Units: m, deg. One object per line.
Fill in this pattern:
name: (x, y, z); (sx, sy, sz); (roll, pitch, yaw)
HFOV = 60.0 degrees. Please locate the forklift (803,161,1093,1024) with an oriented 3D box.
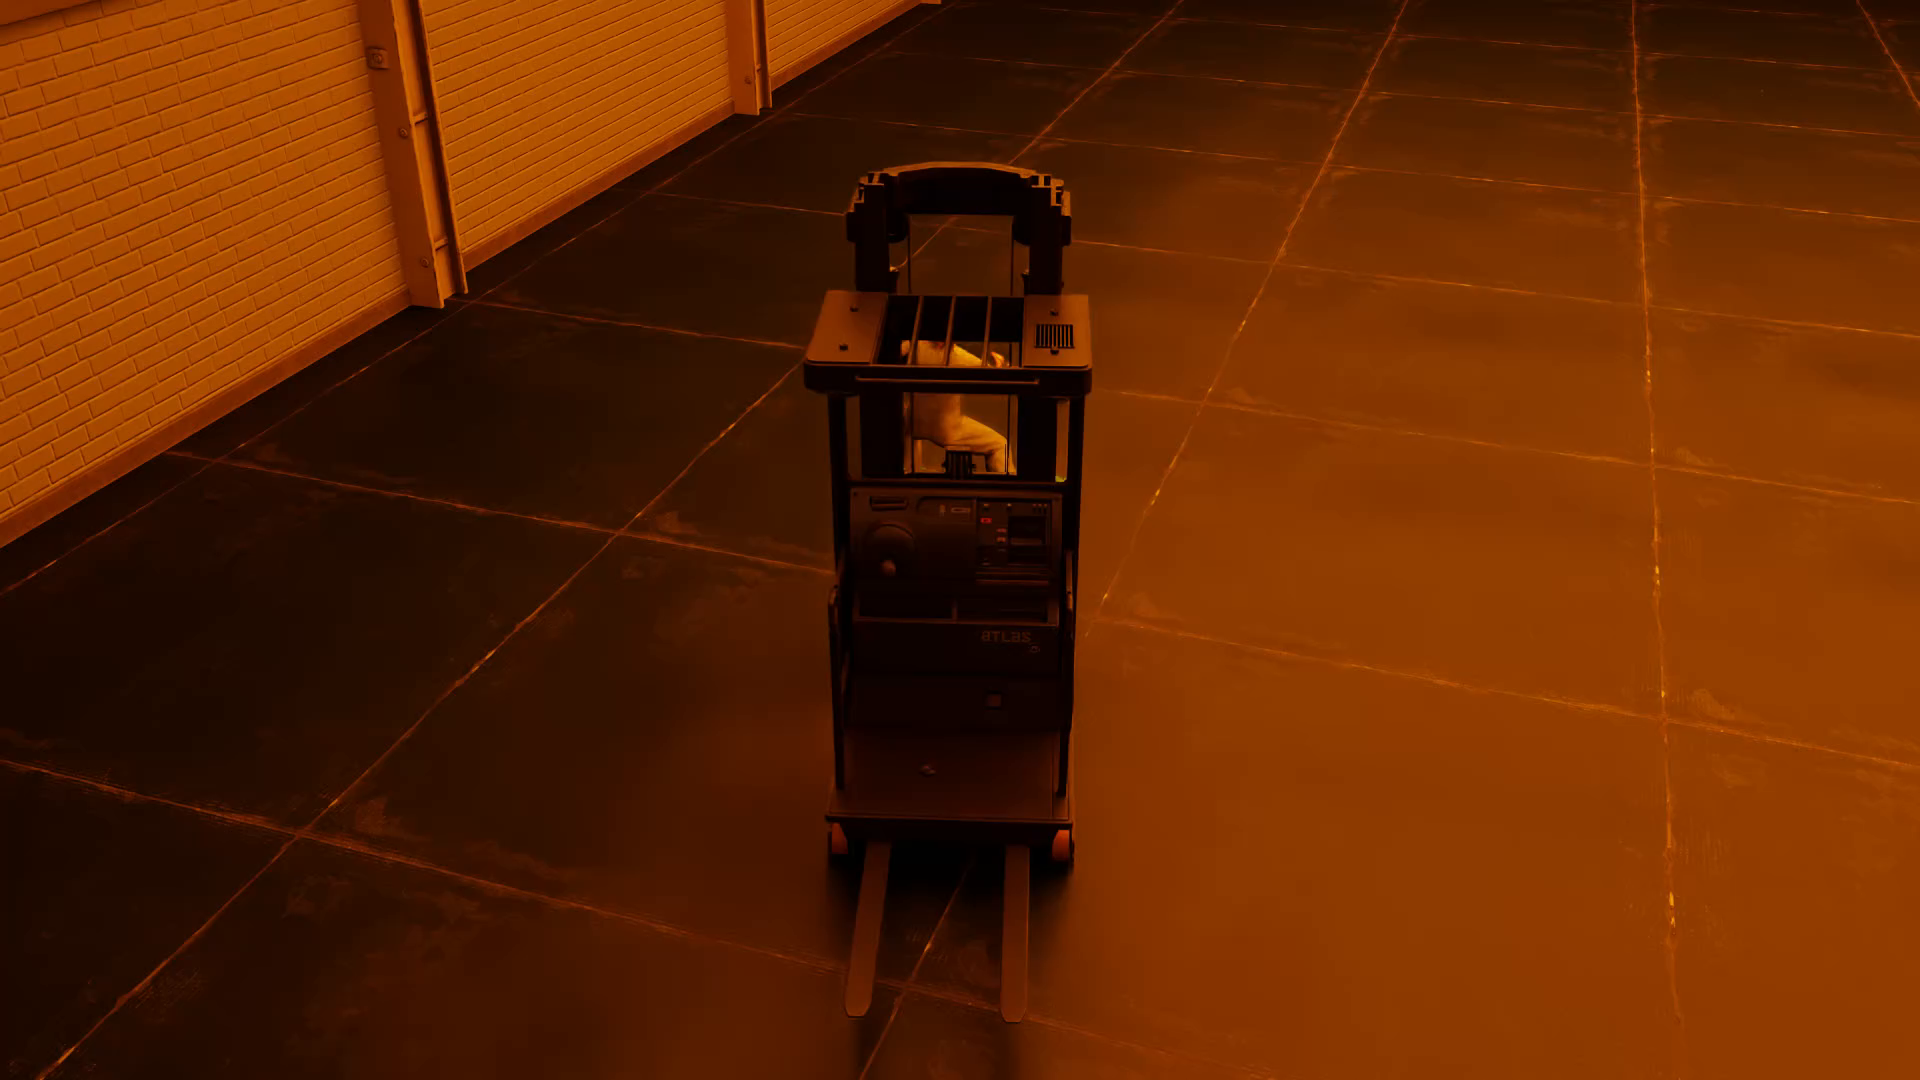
forklift: (-0.027, 0.020, 7.102); (1.130, 2.935, 3.031); (1, 30, 2)

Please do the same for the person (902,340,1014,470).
person: (-0.042, -0.824, 10.064); (0.926, 1.462, 0.691); (13, 32, 21)
